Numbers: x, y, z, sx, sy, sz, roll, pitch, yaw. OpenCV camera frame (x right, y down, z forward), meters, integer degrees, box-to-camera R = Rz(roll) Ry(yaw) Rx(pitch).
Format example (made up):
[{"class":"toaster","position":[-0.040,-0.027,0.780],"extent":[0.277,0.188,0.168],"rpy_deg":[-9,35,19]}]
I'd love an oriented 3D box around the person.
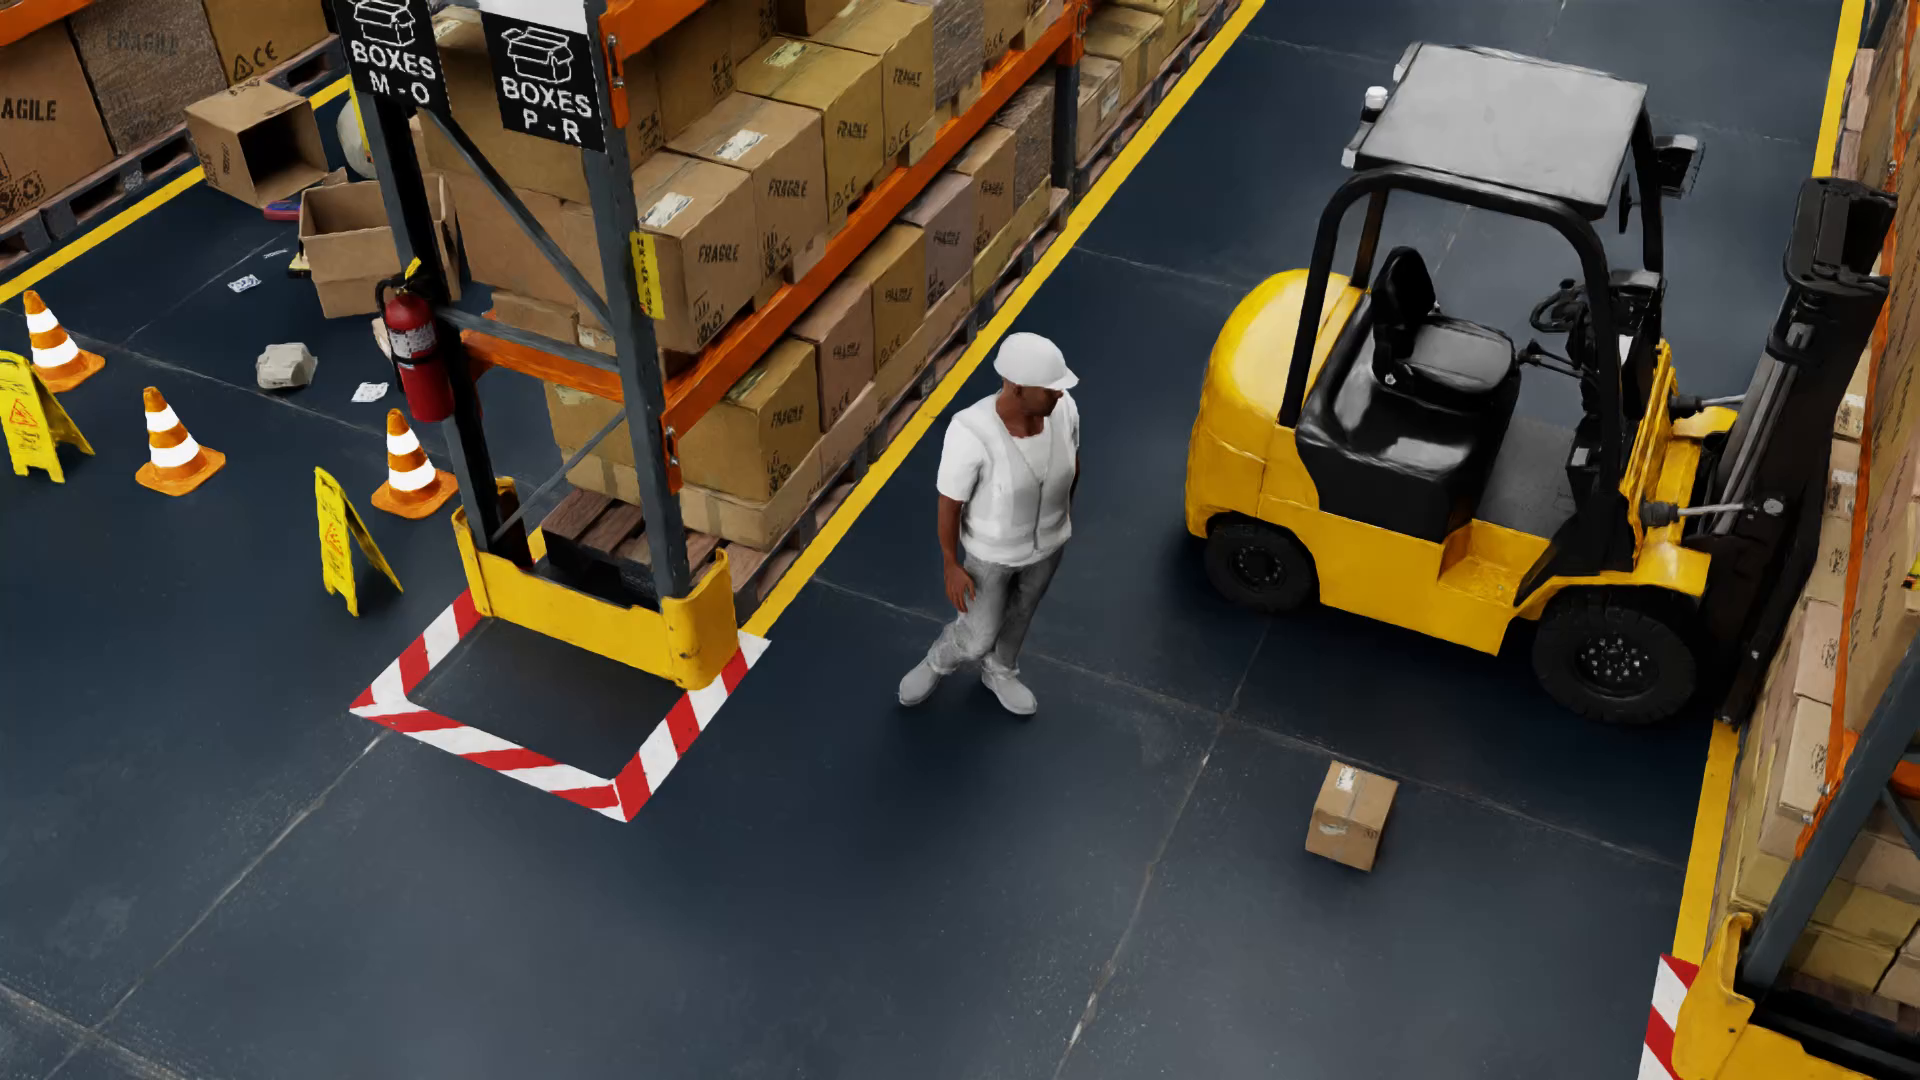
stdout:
[{"class":"person","position":[0.122,-0.027,6.144],"extent":[0.730,1.762,0.451],"rpy_deg":[-20,46,-21]}]
